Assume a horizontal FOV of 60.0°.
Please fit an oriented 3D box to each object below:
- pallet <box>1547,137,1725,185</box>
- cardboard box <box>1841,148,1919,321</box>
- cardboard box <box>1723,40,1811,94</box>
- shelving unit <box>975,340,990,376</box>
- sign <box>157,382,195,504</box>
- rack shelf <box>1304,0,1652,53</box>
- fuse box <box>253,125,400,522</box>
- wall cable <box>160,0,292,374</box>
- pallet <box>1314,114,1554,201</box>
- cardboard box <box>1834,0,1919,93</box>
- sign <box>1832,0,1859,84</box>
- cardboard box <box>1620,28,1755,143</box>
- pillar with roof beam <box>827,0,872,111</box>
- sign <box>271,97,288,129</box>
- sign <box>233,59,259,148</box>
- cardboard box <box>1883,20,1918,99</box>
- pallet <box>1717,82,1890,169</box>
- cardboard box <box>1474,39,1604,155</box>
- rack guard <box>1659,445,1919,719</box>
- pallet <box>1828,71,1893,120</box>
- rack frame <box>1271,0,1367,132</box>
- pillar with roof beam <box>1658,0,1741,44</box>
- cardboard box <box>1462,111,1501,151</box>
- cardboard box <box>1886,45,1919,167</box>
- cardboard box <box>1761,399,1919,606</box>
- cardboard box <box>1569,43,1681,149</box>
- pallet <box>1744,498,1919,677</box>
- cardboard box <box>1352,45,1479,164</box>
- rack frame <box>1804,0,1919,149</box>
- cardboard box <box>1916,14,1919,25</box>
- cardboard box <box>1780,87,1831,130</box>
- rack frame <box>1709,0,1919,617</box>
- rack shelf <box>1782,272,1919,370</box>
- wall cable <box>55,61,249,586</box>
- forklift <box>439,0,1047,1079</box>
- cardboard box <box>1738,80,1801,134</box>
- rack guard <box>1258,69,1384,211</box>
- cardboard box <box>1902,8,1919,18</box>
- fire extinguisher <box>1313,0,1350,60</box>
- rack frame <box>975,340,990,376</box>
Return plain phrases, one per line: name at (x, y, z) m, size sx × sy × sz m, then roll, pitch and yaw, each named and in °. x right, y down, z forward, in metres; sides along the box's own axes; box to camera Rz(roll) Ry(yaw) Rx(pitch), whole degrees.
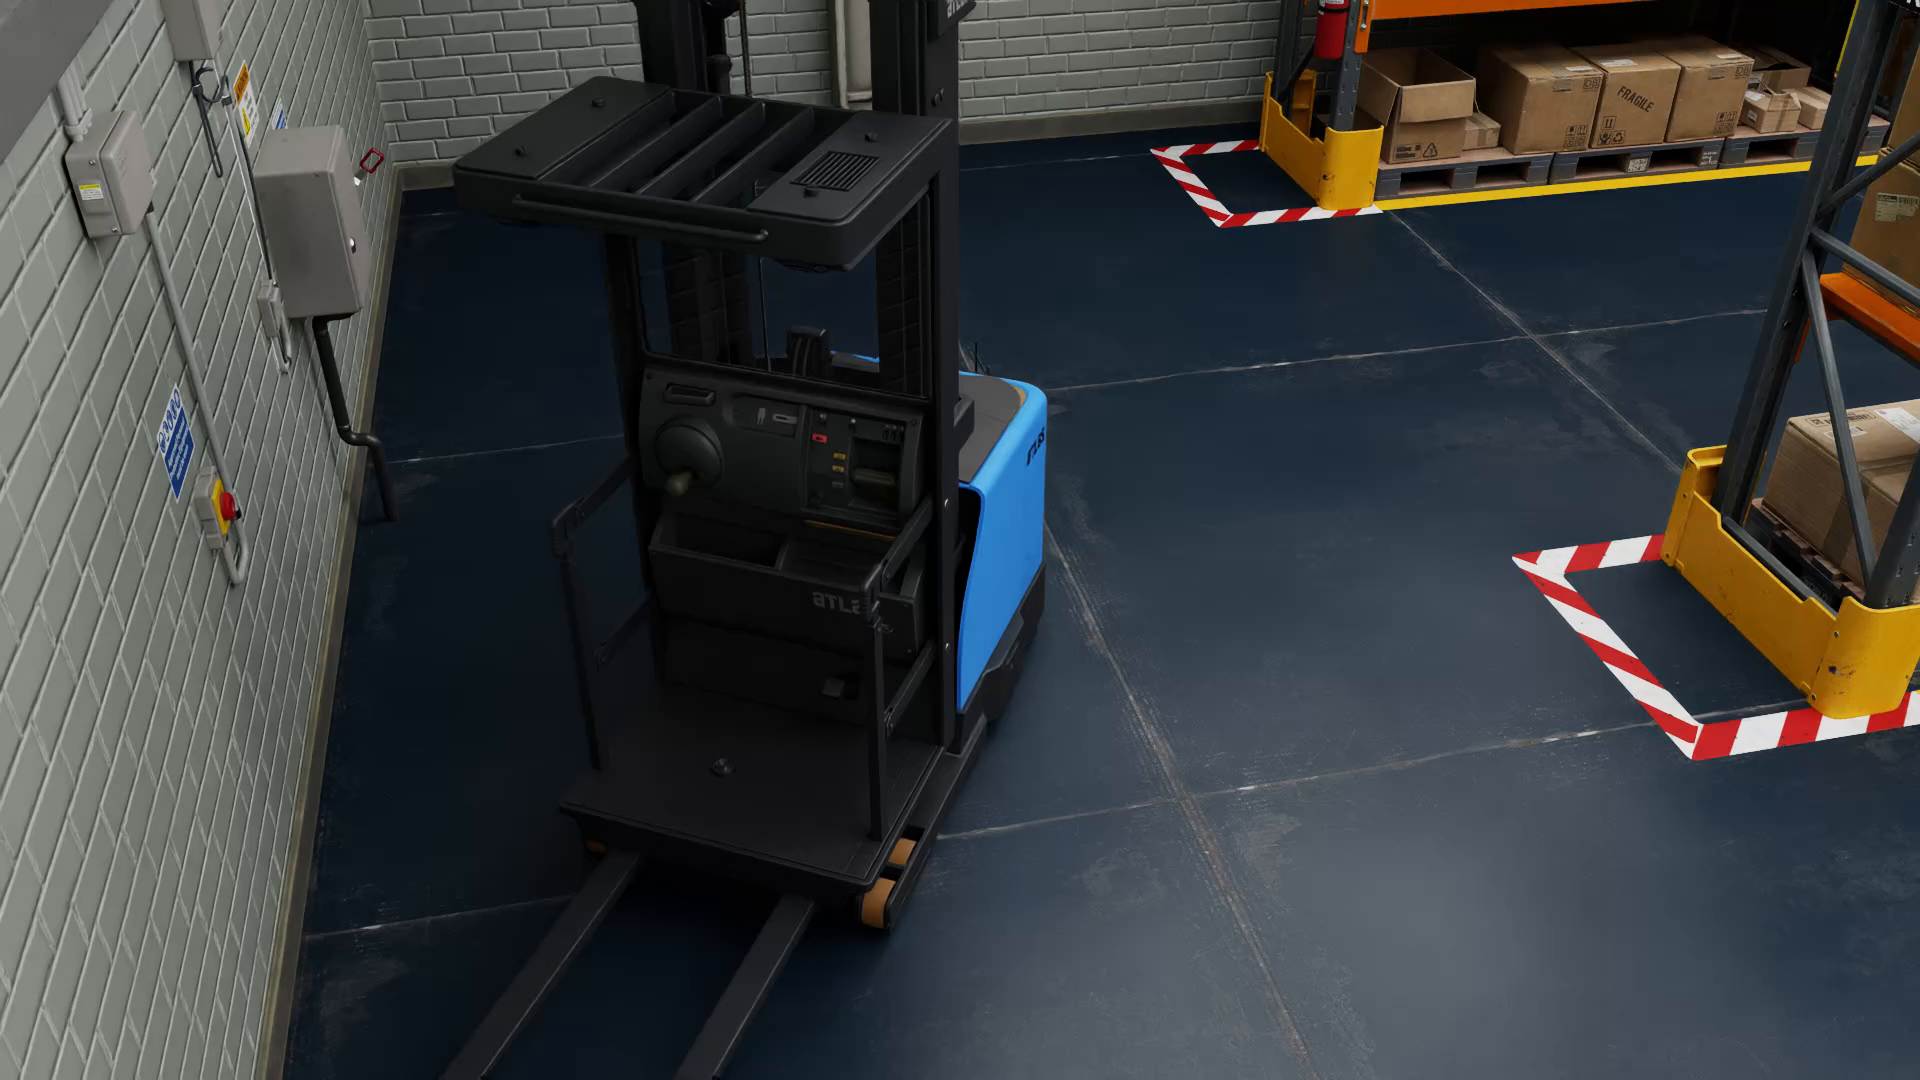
pallet at (4.255, -2.701, 11.086) m, size 1.213 × 0.211 × 1.003 m, roll -7°, pitch 35°, yaw -11°
cardboard box at (3.727, -1.151, 6.183) m, size 0.500 × 0.500 × 0.500 m, roll -7°, pitch 34°, yaw -10°
cardboard box at (5.421, -3.200, 11.363) m, size 0.500 × 0.311 × 0.500 m, roll -6°, pitch 34°, yaw -9°
shelving unit at (-0.008, -0.373, 6.998) m, size 0.210 × 0.900 × 0.258 m, roll -7°, pitch 35°, yaw -11°
sign at (-2.229, -0.279, 4.731) m, size 0.001 × 0.218 × 0.327 m, roll -7°, pitch 35°, yaw -11°
rack shelf at (4.167, -3.551, 10.495) m, size 4.000 × 0.370 × 1.077 m, roll -7°, pitch 35°, yaw -11°
fuse box at (-2.501, -0.825, 6.944) m, size 0.414 × 1.711 × 0.539 m, roll -7°, pitch 35°, yaw -11°
wall cable at (-2.504, -1.392, 5.720) m, size 0.122 × 1.984 × 0.588 m, roll -7°, pitch 35°, yaw -11°
pallet at (3.067, -2.553, 10.866) m, size 1.213 × 0.211 × 1.003 m, roll -7°, pitch 35°, yaw -11°
cardboard box at (6.531, -3.453, 11.570) m, size 0.500 × 0.500 × 0.500 m, roll -7°, pitch 35°, yaw -11°
sign at (3.208, -1.782, 5.962) m, size 0.005 × 0.325 × 0.100 m, roll -7°, pitch 35°, yaw -11°
cardboard box at (4.688, -2.975, 10.858) m, size 0.500 × 0.500 × 0.700 m, roll -8°, pitch 35°, yaw -12°
pillar with roof beam at (0.337, -3.913, 5.006) m, size 0.400 × 9.000 × 9.100 m, roll -7°, pitch 35°, yaw -11°
sign at (-2.812, -1.564, 6.973) m, size 0.001 × 0.494 × 0.329 m, roll -7°, pitch 35°, yaw -11°
sign at (-2.691, -1.647, 6.272) m, size 0.001 × 0.242 × 0.339 m, roll -7°, pitch 35°, yaw -11°
cardboard box at (6.639, -3.169, 11.147) m, size 0.500 × 0.500 × 0.500 m, roll -6°, pitch 34°, yaw -8°
pallet at (5.447, -2.853, 11.313) m, size 1.213 × 0.211 × 1.003 m, roll -7°, pitch 35°, yaw -11°
cardboard box at (3.676, -2.848, 10.668) m, size 0.500 × 0.500 × 0.700 m, roll -6°, pitch 34°, yaw -9°
rack guard at (3.291, 0.135, 6.601) m, size 0.348 × 0.500 × 1.175 m, roll -7°, pitch 35°, yaw -11°
pallet at (6.902, -3.058, 11.617) m, size 1.213 × 0.211 × 1.003 m, roll -7°, pitch 35°, yaw -11°
rack frame at (2.216, -3.603, 9.928) m, size 0.127 × 3.000 × 1.000 m, roll -7°, pitch 35°, yaw -11°
pillar with roof beam at (6.189, -4.651, 6.105) m, size 0.400 × 9.000 × 9.100 m, roll -7°, pitch 35°, yaw -11°
cardboard box at (3.256, -2.649, 10.687) m, size 0.250 × 0.149 × 0.380 m, roll -9°, pitch 35°, yaw -12°
cardboard box at (3.732, -1.552, 5.883) m, size 0.500 × 0.500 × 0.500 m, roll -6°, pitch 34°, yaw -9°
cardboard box at (3.936, -0.152, 6.707) m, size 0.875 × 0.438 × 0.875 m, roll -8°, pitch 35°, yaw -12°
cardboard box at (4.213, -2.858, 10.684) m, size 0.500 × 0.500 × 0.500 m, roll -7°, pitch 34°, yaw -10°
pallet at (4.077, 0.111, 6.895) m, size 1.213 × 0.211 × 1.003 m, roll -7°, pitch 35°, yaw -11°
cardboard box at (2.833, -2.765, 10.542) m, size 0.637 × 0.503 × 0.797 m, roll -9°, pitch 35°, yaw -12°
rack frame at (6.117, -4.095, 10.661) m, size 0.127 × 3.000 × 1.000 m, roll -7°, pitch 35°, yaw -11°
cardboard box at (6.526, -3.400, 10.910) m, size 0.250 × 0.149 × 0.380 m, roll -6°, pitch 34°, yaw -8°
cardboard box at (5.639, -2.858, 10.998) m, size 0.250 × 0.149 × 0.380 m, roll -8°, pitch 35°, yaw -12°
rack frame at (3.314, -0.906, 5.908) m, size 0.127 × 3.000 × 1.000 m, roll -7°, pitch 35°, yaw -11°
rack shelf at (5.265, -0.853, 6.475) m, size 4.000 × 0.370 × 1.077 m, roll -7°, pitch 35°, yaw -11°
wall cable at (-2.180, -0.635, 4.565) m, size 0.123 × 1.953 × 0.585 m, roll -7°, pitch 35°, yaw -11°
forklift at (-0.630, -0.220, 4.947) m, size 1.130 × 2.935 × 3.031 m, roll 11°, pitch 35°, yaw 16°
cardboard box at (5.290, -2.862, 10.900) m, size 0.258 × 0.266 × 0.396 m, roll -6°, pitch 34°, yaw -9°
rack guard at (2.290, -2.575, 10.638) m, size 0.348 × 0.500 × 1.175 m, roll -7°, pitch 35°, yaw -11°
cardboard box at (6.413, -3.703, 11.360) m, size 0.250 × 0.149 × 0.380 m, roll -9°, pitch 35°, yaw -12°
fire extinguisher at (2.174, -3.147, 9.652) m, size 0.183 × 0.674 × 0.296 m, roll -7°, pitch 35°, yaw -11°
rack frame at (0.091, -0.385, 7.016) m, size 0.006 × 0.900 × 0.240 m, roll -7°, pitch 35°, yaw -11°
